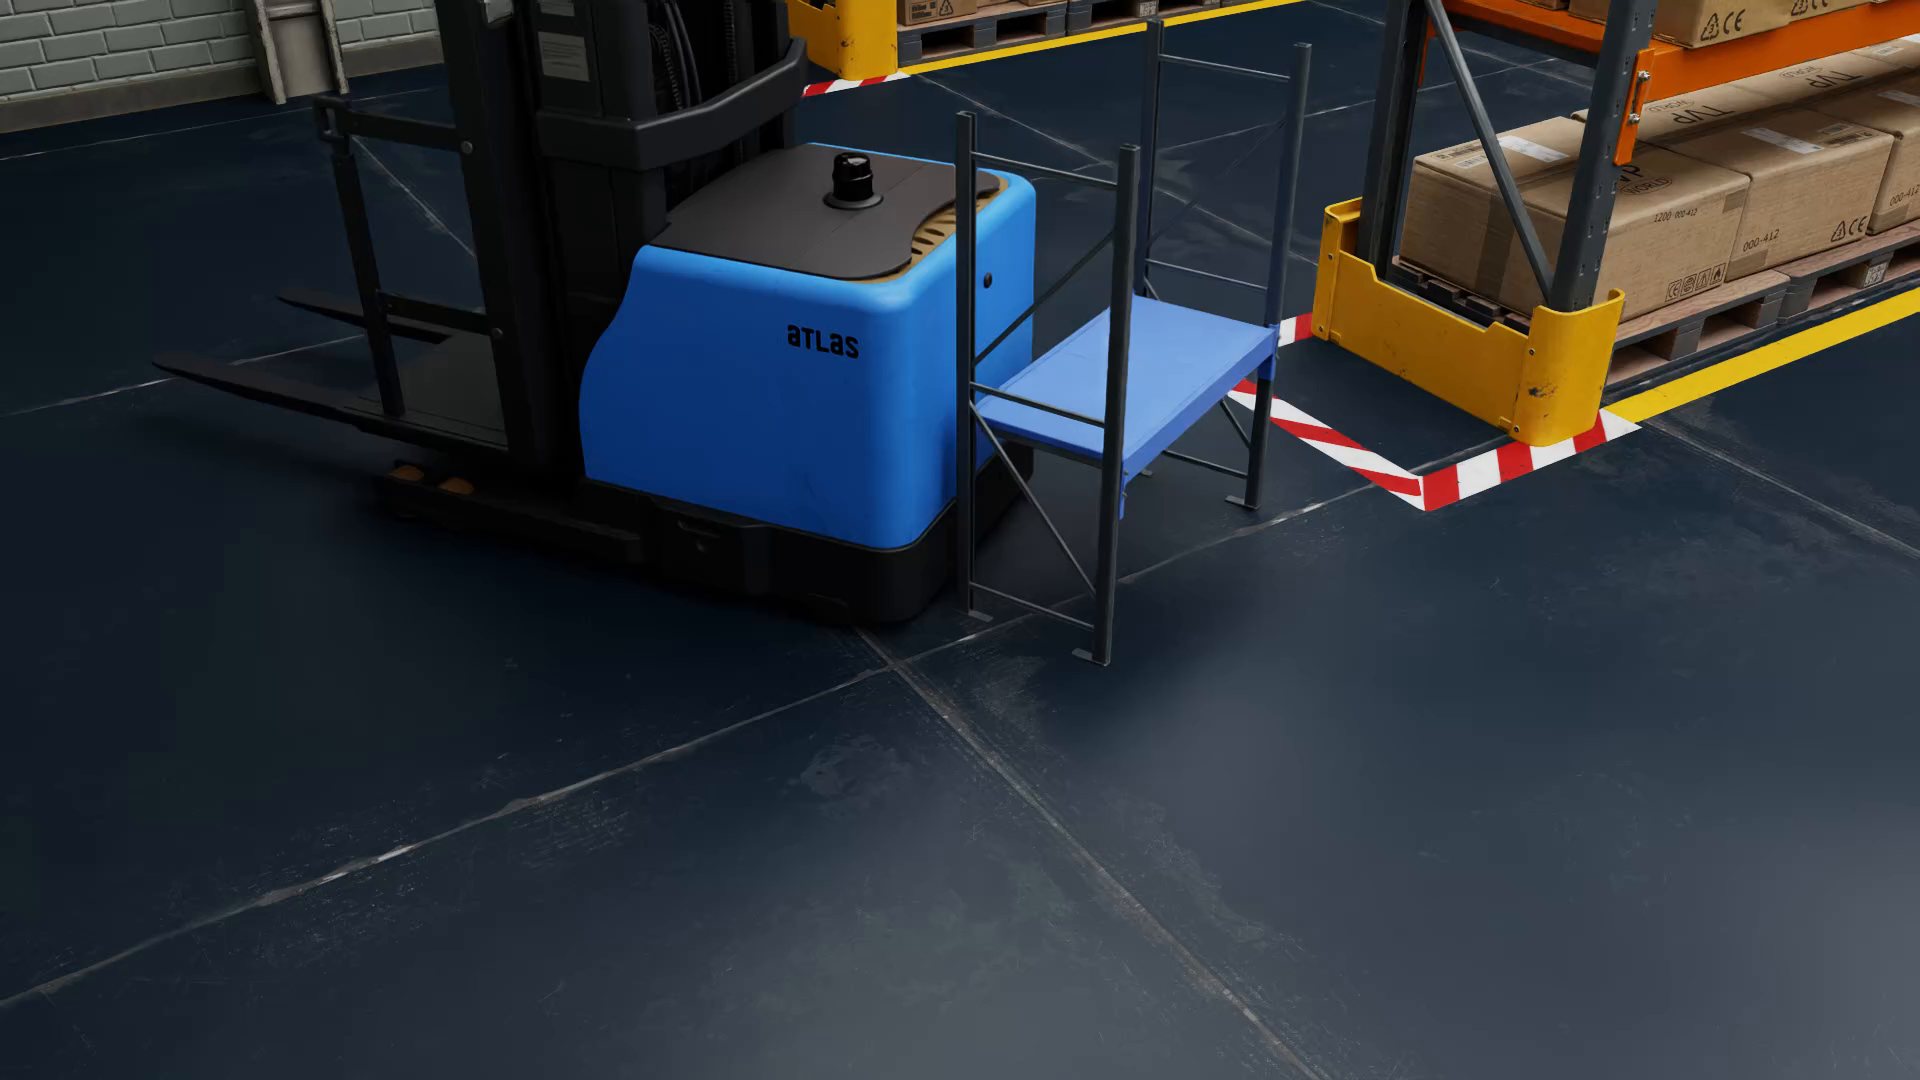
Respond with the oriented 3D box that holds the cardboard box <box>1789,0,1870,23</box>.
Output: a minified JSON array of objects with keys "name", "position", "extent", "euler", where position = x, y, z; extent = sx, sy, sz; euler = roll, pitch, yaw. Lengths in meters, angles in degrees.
[{"name":"cardboard box","position":[2.807,-2.106,5.684],"extent":[0.500,0.500,0.500],"euler":[-20,37,-28]}]

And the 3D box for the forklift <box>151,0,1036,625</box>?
[{"name":"forklift","position":[-1.320,-1.511,4.898],"extent":[3.031,2.935,1.130],"euler":[13,35,20]}]

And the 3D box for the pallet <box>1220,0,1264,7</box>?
[{"name":"pallet","position":[1.930,-3.899,11.233],"extent":[1.213,0.211,1.003],"euler":[-19,37,-27]}]

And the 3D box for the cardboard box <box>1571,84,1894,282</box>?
[{"name":"cardboard box","position":[3.103,-1.493,6.814],"extent":[0.875,0.438,0.875],"euler":[-18,36,-26]}]

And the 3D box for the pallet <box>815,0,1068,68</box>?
[{"name":"pallet","position":[-0.121,-3.194,10.115],"extent":[1.213,0.211,1.003],"euler":[-19,37,-27]}]

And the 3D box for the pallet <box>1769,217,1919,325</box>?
[{"name":"pallet","position":[3.492,-1.333,7.165],"extent":[1.213,0.211,1.003],"euler":[-19,37,-27]}]

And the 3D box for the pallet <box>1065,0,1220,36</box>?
[{"name":"pallet","position":[0.903,-3.544,10.671],"extent":[1.213,0.211,1.003],"euler":[-19,37,-27]}]

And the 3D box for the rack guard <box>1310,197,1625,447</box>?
[{"name":"rack guard","position":[1.818,-0.831,6.099],"extent":[0.348,0.500,1.175],"euler":[-19,37,-27]}]

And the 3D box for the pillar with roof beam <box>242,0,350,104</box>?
[{"name":"pillar with roof beam","position":[-1.277,-4.352,3.714],"extent":[0.400,9.000,9.100],"euler":[-19,37,-27]}]

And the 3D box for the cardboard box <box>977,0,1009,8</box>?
[{"name":"cardboard box","position":[0.089,-3.332,9.999],"extent":[0.250,0.149,0.380],"euler":[-21,38,-29]}]

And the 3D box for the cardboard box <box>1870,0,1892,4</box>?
[{"name":"cardboard box","position":[3.244,-2.245,5.904],"extent":[0.500,0.500,0.500],"euler":[-19,37,-28]}]

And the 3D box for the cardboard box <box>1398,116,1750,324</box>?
[{"name":"cardboard box","position":[2.338,-1.225,6.388],"extent":[0.875,0.438,0.875],"euler":[-20,38,-29]}]

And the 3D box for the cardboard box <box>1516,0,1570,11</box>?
[{"name":"cardboard box","position":[2.100,-2.196,5.826],"extent":[0.500,0.500,0.500],"euler":[-19,37,-27]}]

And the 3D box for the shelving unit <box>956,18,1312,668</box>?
[{"name":"shelving unit","position":[0.484,-0.581,4.765],"extent":[0.538,1.500,1.048],"euler":[19,37,27]}]

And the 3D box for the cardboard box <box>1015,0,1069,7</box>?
[{"name":"cardboard box","position":[0.450,-3.605,10.102],"extent":[0.500,0.500,0.700],"euler":[-17,36,-25]}]

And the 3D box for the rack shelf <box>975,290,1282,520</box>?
[{"name":"rack shelf","position":[0.484,-0.429,4.861],"extent":[0.538,0.185,1.000],"euler":[19,37,27]}]

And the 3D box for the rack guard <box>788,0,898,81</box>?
[{"name":"rack guard","position":[-0.791,-3.085,9.672],"extent":[0.348,0.500,1.175],"euler":[-19,37,-27]}]

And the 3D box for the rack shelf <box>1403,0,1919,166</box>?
[{"name":"rack shelf","position":[3.519,-2.169,6.552],"extent":[4.000,0.370,1.077],"euler":[-19,37,-27]}]

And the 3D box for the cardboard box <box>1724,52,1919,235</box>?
[{"name":"cardboard box","position":[3.862,-1.753,7.226],"extent":[0.875,0.438,0.875],"euler":[-20,37,-29]}]

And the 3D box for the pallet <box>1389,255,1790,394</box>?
[{"name":"pallet","position":[2.467,-0.982,6.609],"extent":[1.213,0.211,1.003],"euler":[-19,37,-27]}]

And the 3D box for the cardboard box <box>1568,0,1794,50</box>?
[{"name":"cardboard box","position":[2.397,-1.948,5.433],"extent":[0.500,0.500,0.500],"euler":[-19,37,-28]}]

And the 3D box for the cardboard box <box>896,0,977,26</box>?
[{"name":"cardboard box","position":[-0.289,-3.376,9.737],"extent":[0.637,0.503,0.797],"euler":[-21,38,-29]}]

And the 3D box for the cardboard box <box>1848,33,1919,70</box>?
[{"name":"cardboard box","position":[4.614,-2.012,7.636],"extent":[0.875,0.438,0.875],"euler":[-20,37,-28]}]

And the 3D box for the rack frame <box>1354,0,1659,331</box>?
[{"name":"rack frame","position":[1.838,-1.895,5.443],"extent":[0.127,3.000,1.000],"euler":[-19,37,-27]}]

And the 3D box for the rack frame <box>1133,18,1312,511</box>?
[{"name":"rack frame","position":[0.761,-0.809,5.126],"extent":[0.500,1.500,0.032],"euler":[19,37,27]}]

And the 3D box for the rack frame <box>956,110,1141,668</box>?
[{"name":"rack frame","position":[0.207,-0.354,4.405],"extent":[0.500,1.500,0.032],"euler":[19,37,27]}]
